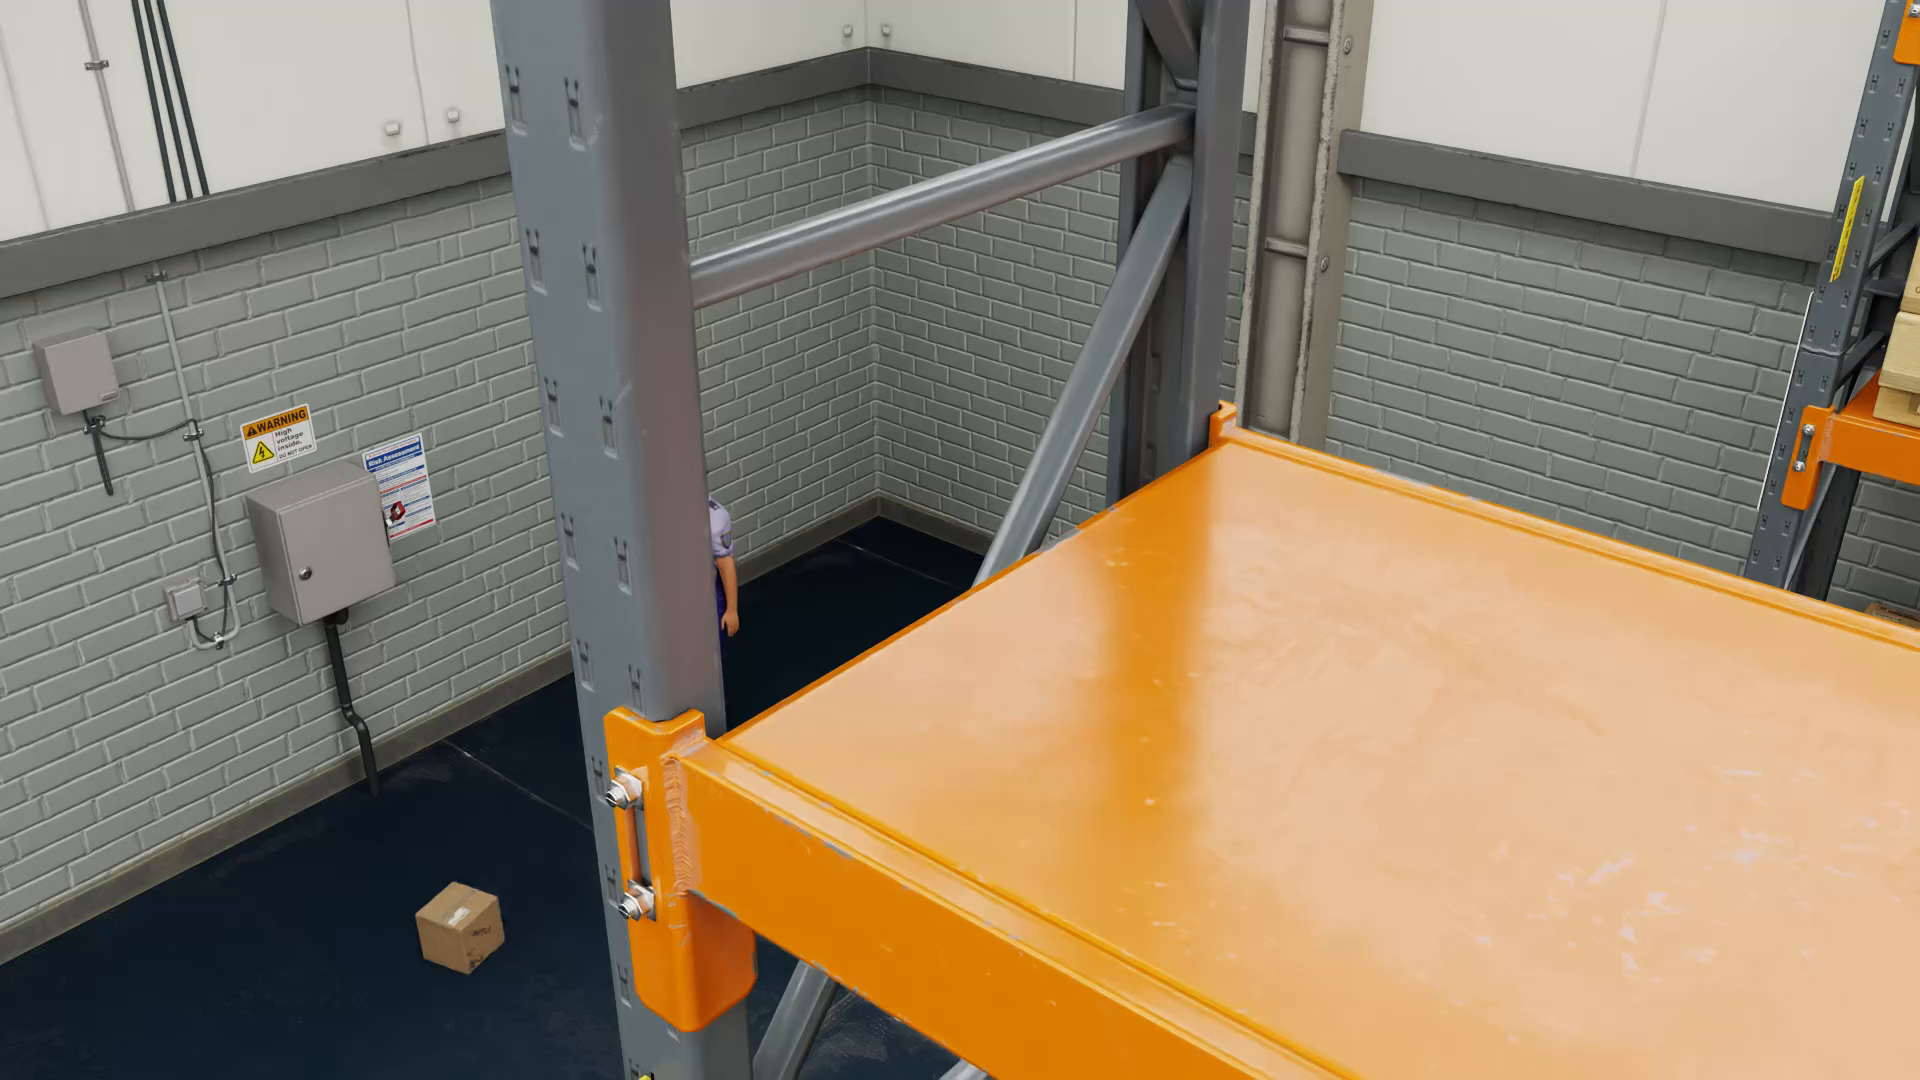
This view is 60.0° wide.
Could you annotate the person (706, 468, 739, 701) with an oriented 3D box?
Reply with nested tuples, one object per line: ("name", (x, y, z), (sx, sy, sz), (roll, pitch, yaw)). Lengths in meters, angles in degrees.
("person", (-1.394, 0.337, 8.385), (0.507, 1.634, 0.680), (19, 33, 32))
